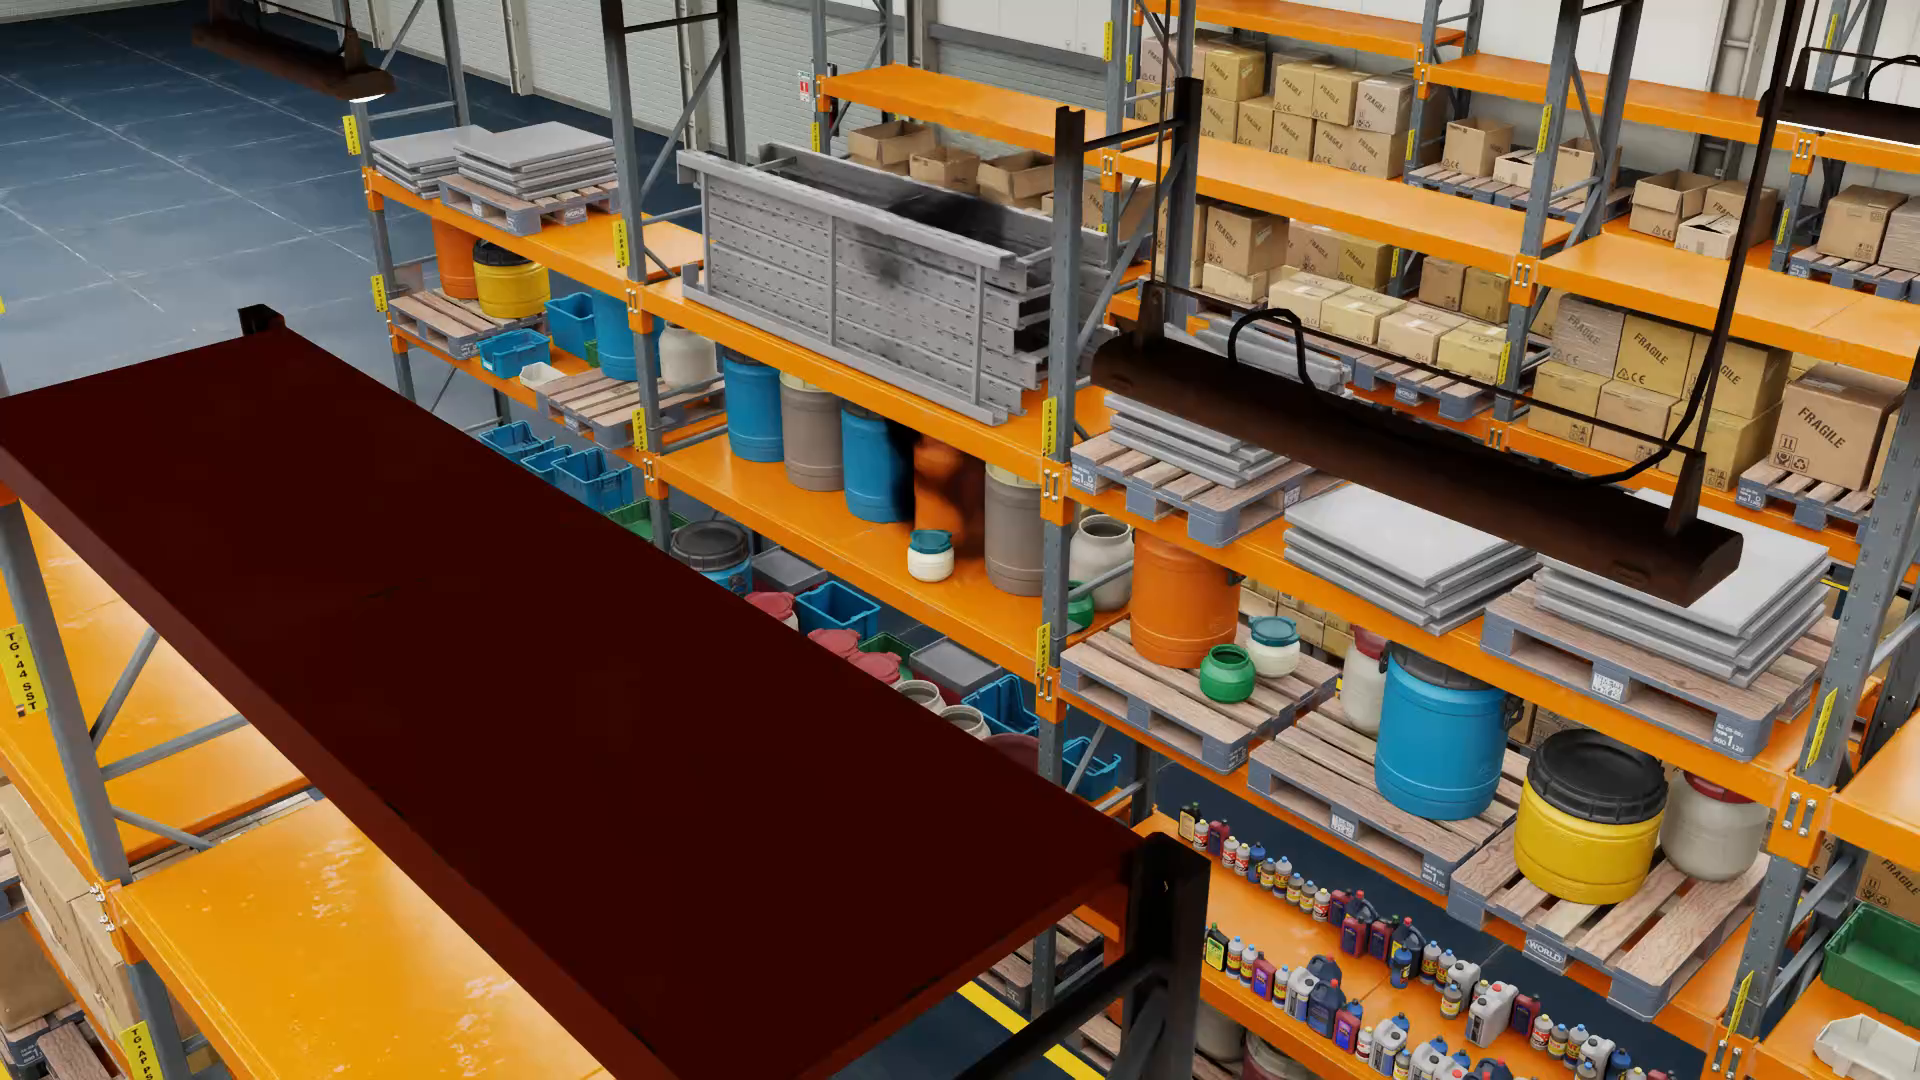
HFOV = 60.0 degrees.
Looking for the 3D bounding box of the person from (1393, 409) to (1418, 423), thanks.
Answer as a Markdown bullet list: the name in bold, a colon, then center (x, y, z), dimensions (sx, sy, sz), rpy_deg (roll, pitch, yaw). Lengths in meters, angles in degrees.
- **person**: center (4.406, -0.649, 16.458), dimensions (0.576, 1.553, 0.520), rpy_deg (18, 33, 30)
